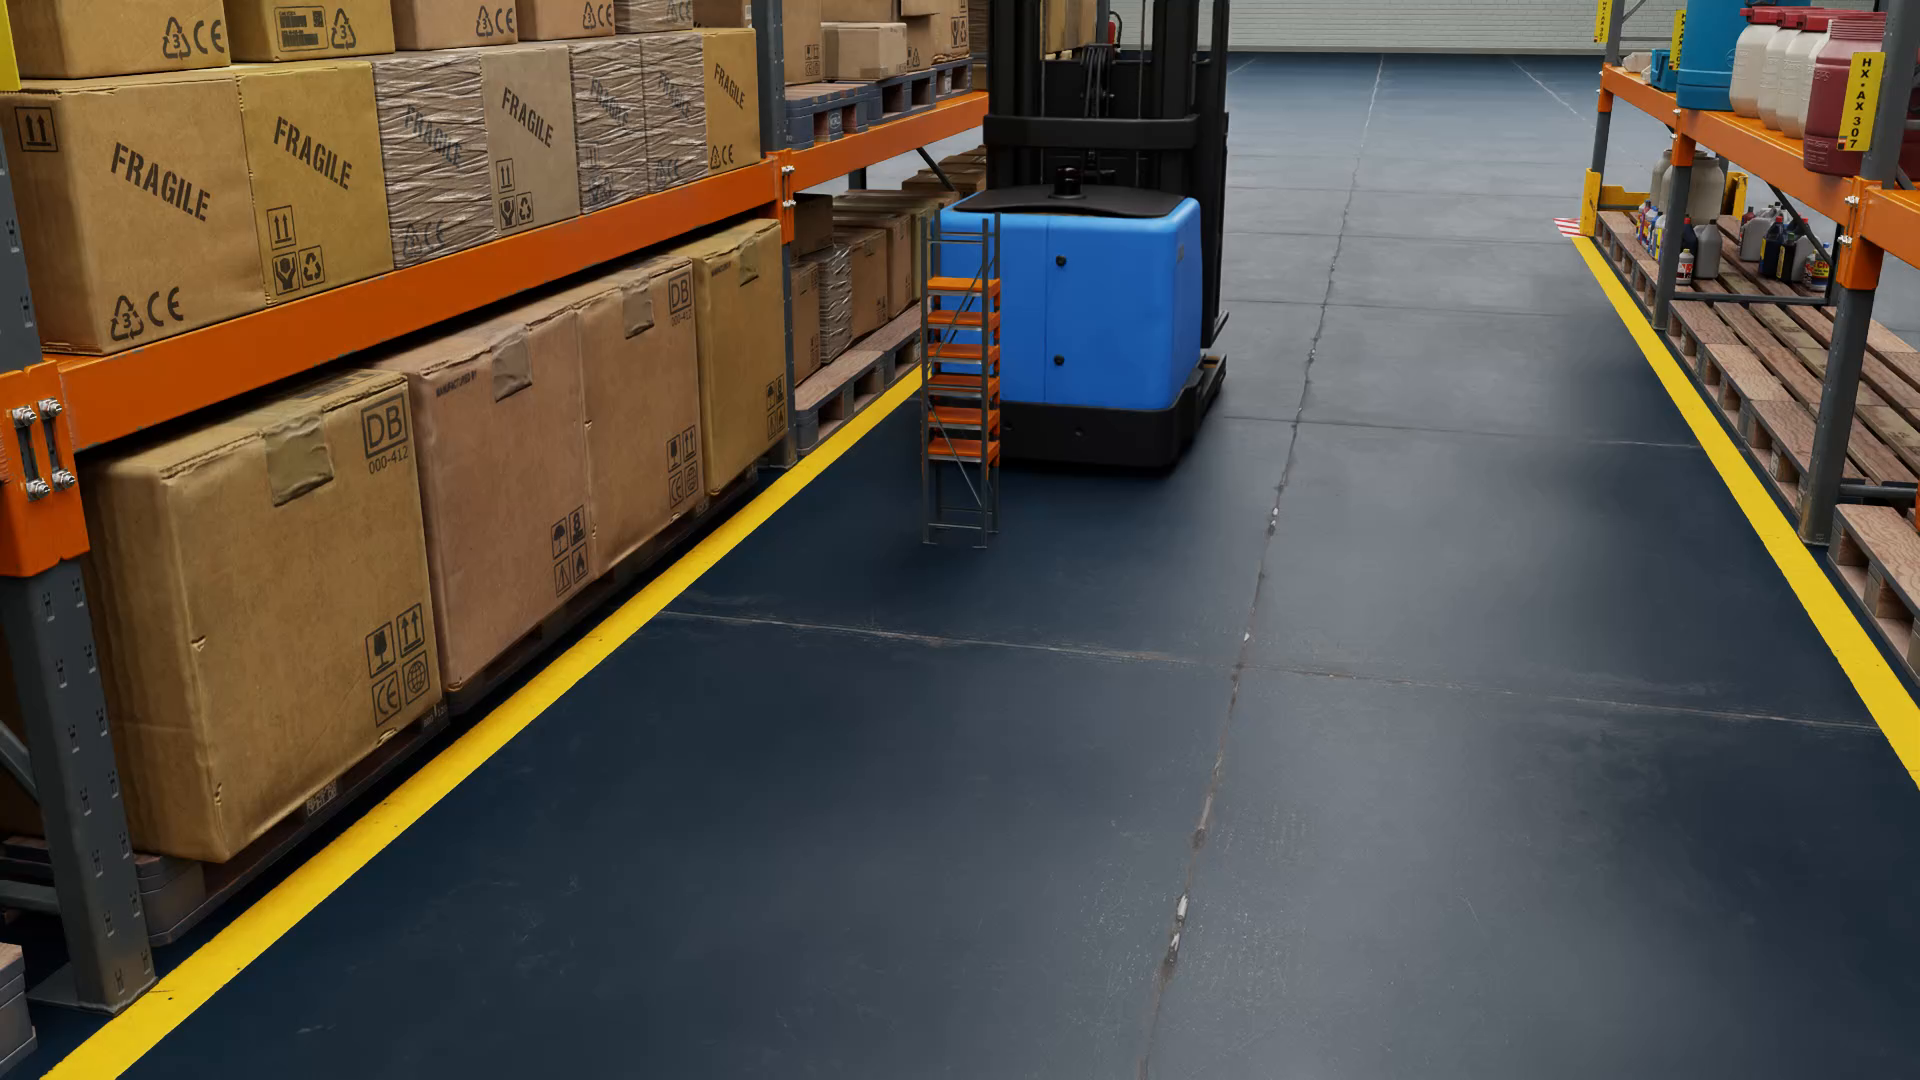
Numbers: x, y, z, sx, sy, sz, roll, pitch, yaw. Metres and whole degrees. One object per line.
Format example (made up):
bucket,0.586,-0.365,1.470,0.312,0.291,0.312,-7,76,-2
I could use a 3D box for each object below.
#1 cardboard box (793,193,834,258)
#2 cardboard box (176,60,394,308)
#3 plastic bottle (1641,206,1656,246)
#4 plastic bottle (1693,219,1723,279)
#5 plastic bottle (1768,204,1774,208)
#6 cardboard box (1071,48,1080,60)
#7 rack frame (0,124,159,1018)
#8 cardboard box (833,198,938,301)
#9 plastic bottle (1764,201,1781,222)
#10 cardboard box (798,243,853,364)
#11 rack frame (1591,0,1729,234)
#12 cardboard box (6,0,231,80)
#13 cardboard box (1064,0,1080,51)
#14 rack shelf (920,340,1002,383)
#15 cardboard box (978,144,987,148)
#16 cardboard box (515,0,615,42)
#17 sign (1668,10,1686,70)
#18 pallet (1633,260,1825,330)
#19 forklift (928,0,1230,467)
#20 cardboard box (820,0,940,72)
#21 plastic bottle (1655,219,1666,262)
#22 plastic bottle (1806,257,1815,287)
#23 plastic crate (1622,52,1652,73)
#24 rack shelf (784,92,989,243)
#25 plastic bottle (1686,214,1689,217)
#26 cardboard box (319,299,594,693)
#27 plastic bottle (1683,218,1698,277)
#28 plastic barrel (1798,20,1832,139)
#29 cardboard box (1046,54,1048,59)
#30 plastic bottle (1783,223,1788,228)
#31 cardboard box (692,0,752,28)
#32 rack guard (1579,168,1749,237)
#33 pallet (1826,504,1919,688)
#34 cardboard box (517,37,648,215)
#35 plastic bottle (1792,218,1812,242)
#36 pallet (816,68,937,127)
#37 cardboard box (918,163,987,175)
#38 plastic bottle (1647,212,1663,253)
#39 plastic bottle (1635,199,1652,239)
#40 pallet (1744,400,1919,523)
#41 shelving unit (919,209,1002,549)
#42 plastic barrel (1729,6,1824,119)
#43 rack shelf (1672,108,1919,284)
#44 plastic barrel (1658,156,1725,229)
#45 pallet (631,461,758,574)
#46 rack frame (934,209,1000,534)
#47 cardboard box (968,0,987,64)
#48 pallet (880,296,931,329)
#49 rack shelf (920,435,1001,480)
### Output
cardboard box,-0.943,-1.526,8.041,0.500,0.250,0.500,7,20,20
cardboard box,-1.698,-0.842,3.858,0.500,0.500,0.500,5,19,13
plastic bottle,4.731,-2.149,11.378,0.097,0.271,0.097,0,19,0
plastic bottle,4.601,-1.797,10.225,0.144,0.351,0.185,5,19,13
plastic bottle,5.526,-2.157,11.385,0.061,0.283,0.133,5,20,15
cardboard box,0.739,-3.812,13.095,0.380,0.149,0.250,5,19,13
rack frame,-2.174,-0.513,3.048,1.000,3.000,0.127,5,19,13
cardboard box,-0.526,-1.707,9.730,0.700,0.500,0.500,5,19,13
plastic bottle,5.378,-2.055,10.980,0.144,0.351,0.185,5,20,16
cardboard box,-0.930,-1.178,8.183,0.700,0.500,0.500,3,19,9
rack frame,5.560,-3.883,12.915,1.000,3.000,0.127,5,19,13
cardboard box,-2.026,-1.236,3.458,0.797,0.503,0.637,4,19,12
cardboard box,0.427,-3.972,12.562,0.875,0.500,0.500,5,19,13
rack shelf,0.004,-0.644,5.982,0.258,0.103,0.180,5,19,13
cardboard box,0.476,-2.905,13.270,0.500,0.500,0.500,10,21,28
cardboard box,-1.553,-1.857,5.276,0.797,0.503,0.637,5,20,15
sign,4.052,-2.807,9.337,0.100,0.325,0.005,5,19,13
pallet,4.788,-1.517,10.302,1.003,0.211,1.213,5,19,13
forklift,0.735,-2.125,7.875,1.130,2.935,3.031,5,19,14
cardboard box,-0.554,-2.717,8.693,0.797,0.503,0.637,7,20,19
plastic bottle,4.587,-1.970,10.731,0.144,0.351,0.185,5,19,13
plastic bottle,5.111,-1.610,9.910,0.097,0.201,0.097,0,19,0
plastic crate,5.030,-3.503,12.211,0.298,0.136,0.250,5,19,13
rack shelf,-0.709,-2.053,8.670,1.077,0.370,4.000,5,19,13
plastic bottle,4.734,-1.980,10.866,0.061,0.283,0.133,5,19,13
cardboard box,-1.820,-0.188,4.736,1.225,0.875,0.875,4,19,11
plastic bottle,4.461,-1.808,10.259,0.144,0.351,0.185,4,19,12
plastic barrel,3.753,-1.900,6.935,0.421,0.512,0.421,0,19,0
cardboard box,0.406,-3.339,11.710,0.380,0.149,0.250,5,19,13
plastic bottle,5.228,-1.875,10.576,0.097,0.271,0.097,0,19,0
cardboard box,-1.104,-2.185,7.139,0.500,0.500,0.500,2,19,7
rack guard,5.587,-2.672,13.238,1.175,0.500,0.348,5,19,13
pallet,3.453,0.195,5.291,1.003,0.211,1.213,5,19,13
cardboard box,-1.329,-1.321,5.259,0.500,0.500,0.500,4,19,12
plastic bottle,5.183,-1.804,10.246,0.144,0.351,0.185,5,20,15
pallet,-0.753,-2.299,8.576,1.003,0.211,1.213,5,19,13
cardboard box,0.049,-2.338,11.611,0.500,0.500,0.500,12,22,31
plastic bottle,4.657,-2.054,11.101,0.097,0.271,0.097,0,19,0
plastic bottle,4.815,-2.256,11.693,0.097,0.271,0.097,0,19,0
pallet,3.833,-0.296,6.726,1.003,0.211,1.213,5,19,13
shelving unit,0.004,-0.572,6.007,0.258,1.200,0.189,5,19,13
plastic barrel,4.137,-2.411,8.395,0.433,0.535,0.433,0,19,0
rack shelf,4.094,-1.662,7.525,1.077,0.370,4.000,5,19,13
plastic barrel,5.351,-2.535,12.167,0.421,0.512,0.421,0,19,0
pallet,-1.463,-0.206,6.463,1.003,0.211,1.213,5,19,13
rack frame,0.026,-0.601,6.091,0.240,1.200,0.006,5,19,13
cardboard box,-0.050,-3.344,10.724,0.875,0.500,0.500,5,19,13
pallet,-0.409,-1.457,10.125,1.003,0.211,1.213,5,19,13
rack shelf,0.004,-0.303,6.099,0.258,0.103,0.180,5,19,13
